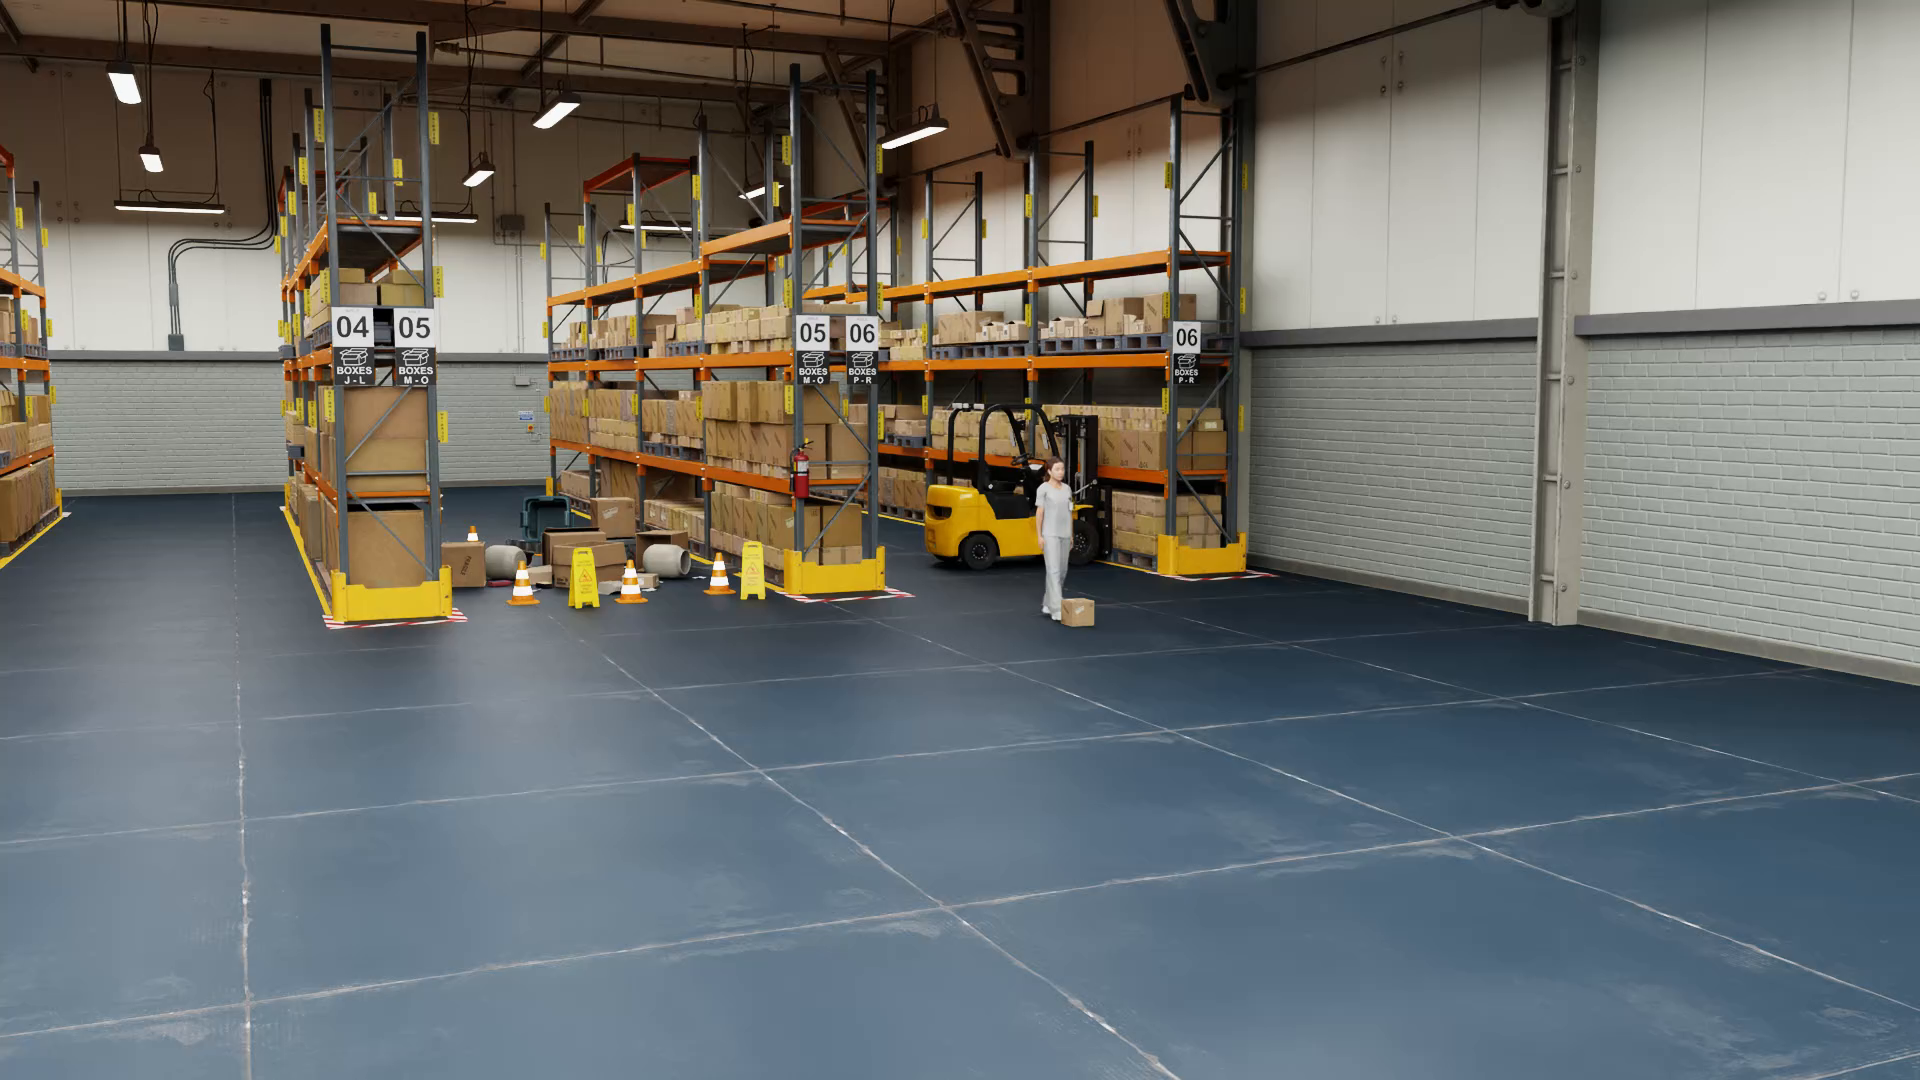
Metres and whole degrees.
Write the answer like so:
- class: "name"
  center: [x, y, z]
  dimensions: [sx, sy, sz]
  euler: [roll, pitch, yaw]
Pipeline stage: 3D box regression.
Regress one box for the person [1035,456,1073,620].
- class: "person"
  center: [1.014, -0.023, 17.130]
  dimensions: [0.451, 1.670, 0.655]
  euler: [-3, 6, -31]
